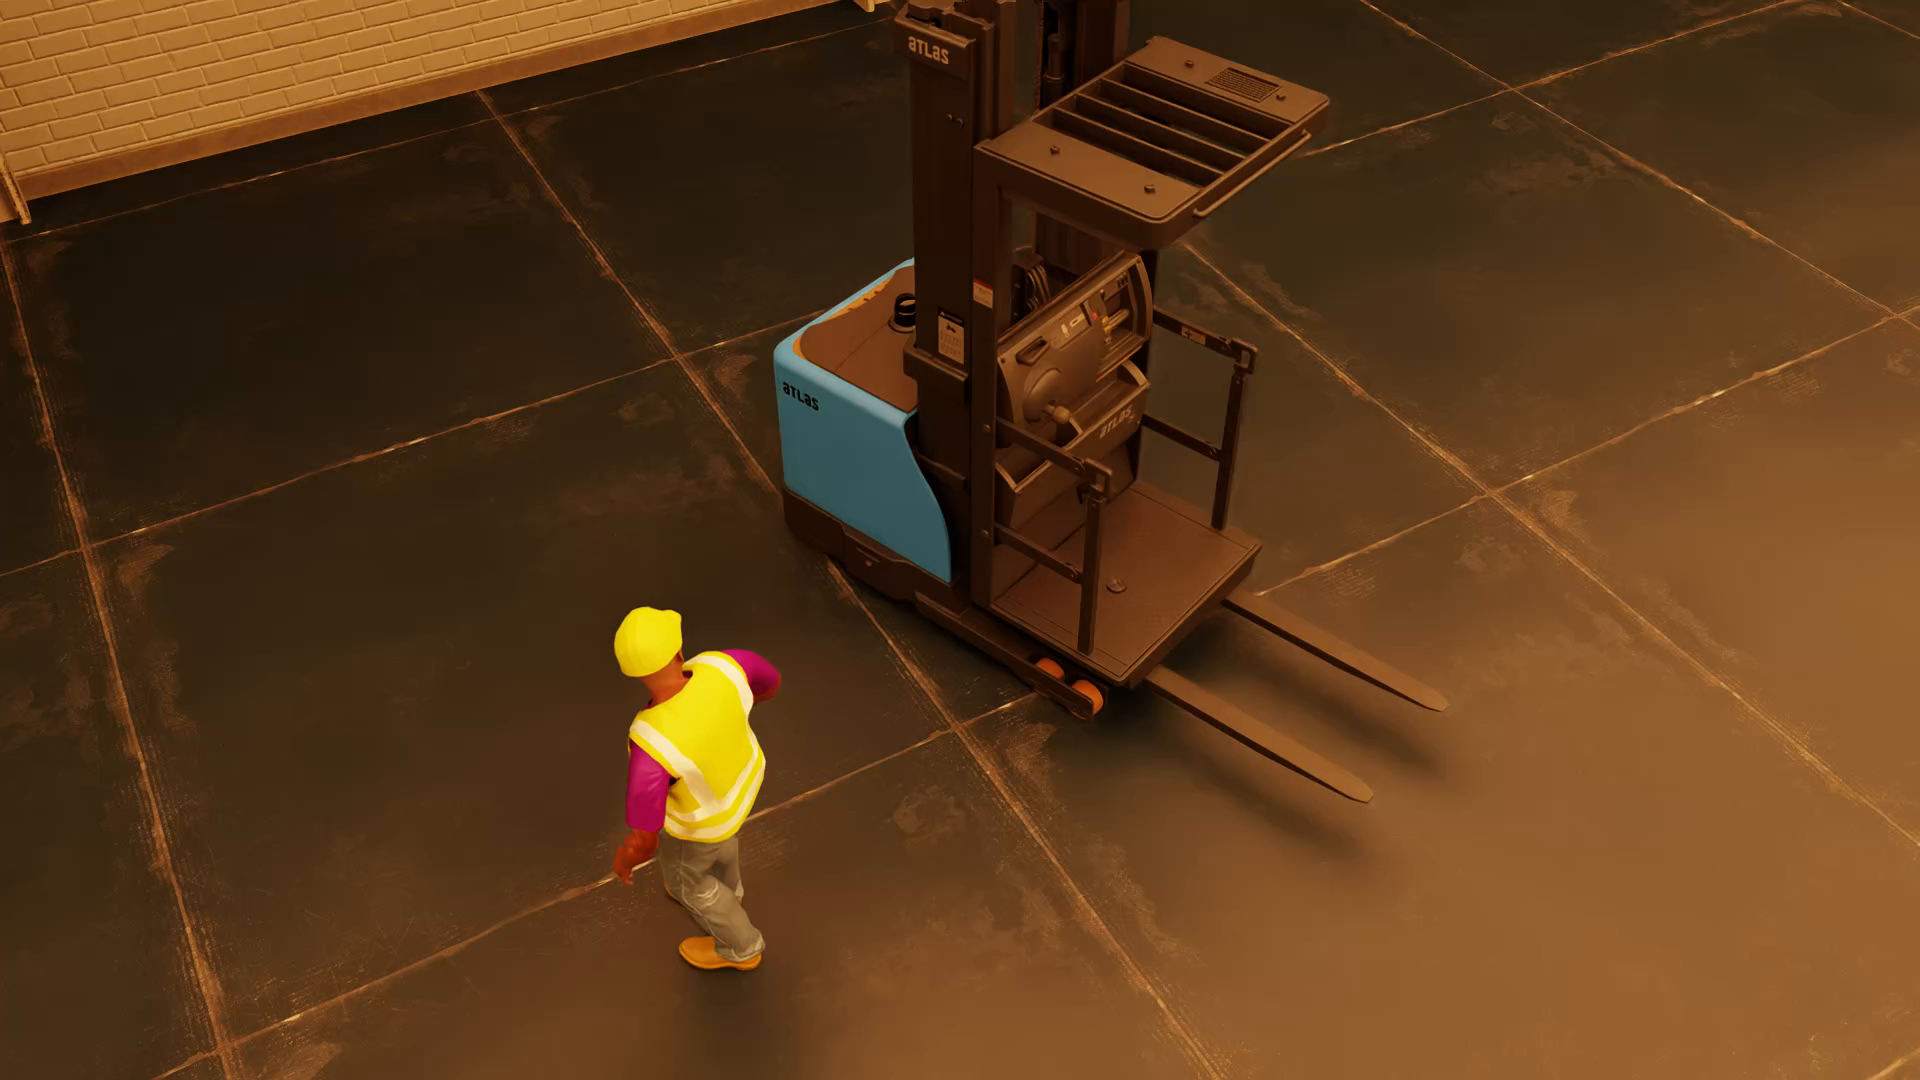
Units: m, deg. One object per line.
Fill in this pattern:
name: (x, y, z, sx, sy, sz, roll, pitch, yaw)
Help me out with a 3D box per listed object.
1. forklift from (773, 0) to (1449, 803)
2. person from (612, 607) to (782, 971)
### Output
forklift: (0.627, -0.728, 6.483, 3.031, 2.935, 1.130, 30, 50, 28)
person: (-0.945, 0.860, 5.648, 0.519, 1.739, 0.785, 14, 45, 15)
